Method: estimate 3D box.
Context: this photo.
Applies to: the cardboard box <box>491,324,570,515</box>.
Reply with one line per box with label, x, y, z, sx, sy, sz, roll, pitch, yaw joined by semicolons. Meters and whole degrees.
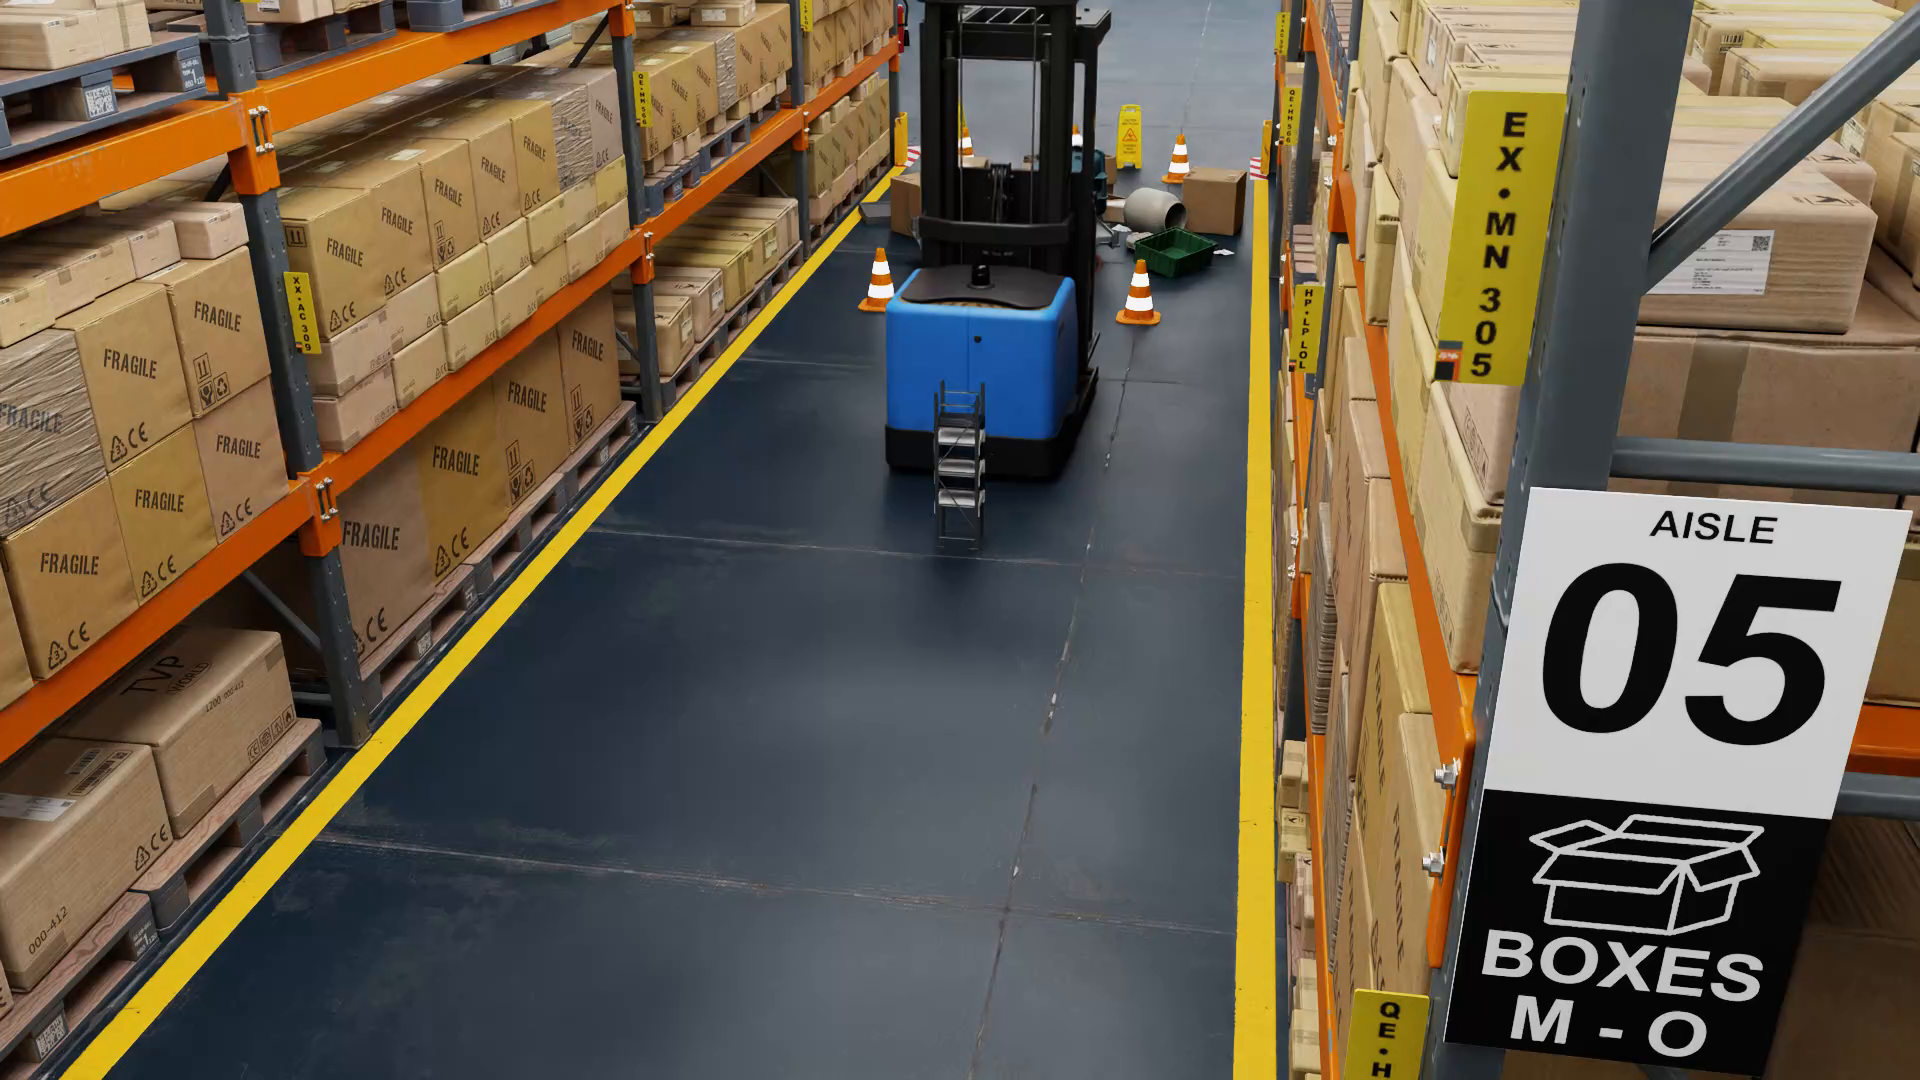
cardboard box;-2.803;-0.738;9.300;0.875;0.875;0.875;4;25;9

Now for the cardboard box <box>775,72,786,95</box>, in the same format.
cardboard box;-1.616;-3.682;13.378;0.380;0.149;0.250;4;25;9

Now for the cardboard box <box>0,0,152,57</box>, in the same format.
cardboard box;-2.901;-1.737;5.430;0.396;0.266;0.258;5;26;10

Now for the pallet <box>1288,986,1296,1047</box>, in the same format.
pallet;1.516;1.865;5.016;1.003;0.211;1.213;4;25;9

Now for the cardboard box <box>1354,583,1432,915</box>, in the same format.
cardboard box;1.046;0.427;3.152;0.500;0.500;0.500;3;25;7

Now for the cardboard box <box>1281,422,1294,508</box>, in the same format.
cardboard box;1.830;-0.356;8.040;0.500;0.250;0.500;3;25;6

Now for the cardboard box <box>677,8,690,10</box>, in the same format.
cardboard box;-2.164;-4.033;13.364;0.500;0.500;0.500;5;25;10

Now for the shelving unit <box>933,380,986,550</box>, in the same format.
shelving unit;-0.001;-0.404;9.052;0.258;0.900;0.210;4;25;9

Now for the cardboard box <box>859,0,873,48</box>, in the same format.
cardboard box;-1.139;-5.028;15.985;0.500;0.500;0.500;4;25;8

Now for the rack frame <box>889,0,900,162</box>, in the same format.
rack frame;-1.151;-5.512;17.488;1.000;3.000;0.127;4;25;9

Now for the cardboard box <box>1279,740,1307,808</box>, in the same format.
cardboard box;1.413;0.903;6.299;0.380;0.149;0.250;5;26;11

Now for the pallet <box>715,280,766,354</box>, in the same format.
pallet;-2.127;-1.739;12.716;1.003;0.211;1.213;4;25;9

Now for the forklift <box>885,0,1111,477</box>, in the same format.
forklift;0.344;-2.299;10.705;1.130;2.935;3.031;5;26;10

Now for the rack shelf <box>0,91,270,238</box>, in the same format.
rack shelf;-3.439;-0.690;4.496;1.077;0.370;4.000;4;25;9

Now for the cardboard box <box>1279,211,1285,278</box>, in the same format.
cardboard box;3.083;-2.444;13.092;1.050;0.750;0.750;4;25;8

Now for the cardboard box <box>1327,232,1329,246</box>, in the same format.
cardboard box;1.962;-1.482;7.977;0.380;0.149;0.250;5;26;10

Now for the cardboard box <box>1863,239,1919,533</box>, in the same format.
cardboard box;1.464;-0.207;2.202;0.500;0.250;0.500;4;25;9

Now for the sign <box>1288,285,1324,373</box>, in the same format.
sign;1.240;-0.754;5.957;0.100;0.325;0.005;4;25;9

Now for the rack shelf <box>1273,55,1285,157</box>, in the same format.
rack shelf;3.422;-4.049;15.211;1.077;0.370;4.000;4;25;9

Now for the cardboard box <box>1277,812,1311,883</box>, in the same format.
cardboard box;1.368;1.149;6.124;0.380;0.149;0.250;5;26;10

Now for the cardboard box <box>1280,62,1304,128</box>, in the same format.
cardboard box;2.744;-3.383;12.821;0.500;0.500;0.500;4;25;9

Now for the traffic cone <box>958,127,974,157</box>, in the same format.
traffic cone;0.051;-4.094;17.451;0.336;0.463;0.334;4;25;9

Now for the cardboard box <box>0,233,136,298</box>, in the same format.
cardboard box;-3.049;-0.928;5.632;0.380;0.149;0.250;4;25;9

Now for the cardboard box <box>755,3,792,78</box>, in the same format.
cardboard box;-1.654;-4.001;13.294;0.500;0.500;0.500;4;25;8

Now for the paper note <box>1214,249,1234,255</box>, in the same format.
paper note;2.312;-2.538;14.636;0.147;0.020;0.142;-14;29;-27

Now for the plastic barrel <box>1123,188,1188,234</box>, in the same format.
plastic barrel;1.767;-2.953;15.059;0.421;0.421;0.512;-20;32;-36

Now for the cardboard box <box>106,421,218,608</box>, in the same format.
cardboard box;-3.014;-0.112;5.832;0.500;0.500;0.500;3;25;7

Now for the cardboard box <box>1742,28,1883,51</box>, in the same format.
cardboard box;1.703;-0.871;3.152;0.380;0.149;0.250;5;26;10

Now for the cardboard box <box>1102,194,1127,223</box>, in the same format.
cardboard box;1.559;-3.147;15.660;0.396;0.266;0.258;8;26;18

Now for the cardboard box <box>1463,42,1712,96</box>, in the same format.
cardboard box;1.114;-0.800;3.000;0.380;0.149;0.250;3;25;7

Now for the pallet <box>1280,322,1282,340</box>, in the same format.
pallet;2.847;-1.436;12.069;1.003;0.211;1.213;4;25;9

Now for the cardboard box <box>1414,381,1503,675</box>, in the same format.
cardboard box;0.948;-0.019;2.391;0.500;0.250;0.500;3;25;7

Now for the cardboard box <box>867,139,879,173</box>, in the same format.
cardboard box;-1.110;-3.884;16.758;0.500;0.250;0.500;4;25;9

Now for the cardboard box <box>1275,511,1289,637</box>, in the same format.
cardboard box;1.745;0.208;7.722;0.500;0.500;0.500;3;25;7

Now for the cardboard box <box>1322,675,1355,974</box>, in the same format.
cardboard box;1.116;0.667;3.819;0.500;0.500;0.500;4;25;9

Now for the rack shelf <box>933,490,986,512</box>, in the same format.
rack shelf;-0.001;-0.211;9.142;0.258;0.077;0.200;4;25;9

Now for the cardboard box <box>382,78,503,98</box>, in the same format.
cardboard box;-2.852;-2.267;9.258;0.500;0.500;0.500;4;25;9

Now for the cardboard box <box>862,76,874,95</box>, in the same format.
cardboard box;-1.063;-4.474;16.369;0.380;0.149;0.250;4;25;9

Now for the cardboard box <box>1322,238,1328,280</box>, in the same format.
cardboard box;1.956;-1.350;8.046;0.380;0.149;0.250;4;25;8

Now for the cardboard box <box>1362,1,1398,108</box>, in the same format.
cardboard box;1.386;-1.317;4.574;0.500;0.250;0.500;4;25;8

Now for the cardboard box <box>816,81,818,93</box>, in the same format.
cardboard box;-1.447;-3.944;14.435;0.380;0.149;0.250;5;26;10

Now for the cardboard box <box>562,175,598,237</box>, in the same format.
cardboard box;-2.367;-1.890;9.337;0.500;0.250;0.500;3;25;7

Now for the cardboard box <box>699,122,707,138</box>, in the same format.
cardboard box;-2.017;-2.934;11.780;0.380;0.149;0.250;5;26;11

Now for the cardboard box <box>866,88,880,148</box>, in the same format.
cardboard box;-1.107;-4.225;16.602;0.500;0.500;0.500;5;26;10

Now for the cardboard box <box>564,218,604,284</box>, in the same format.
cardboard box;-2.353;-1.654;9.423;0.500;0.250;0.500;4;25;9

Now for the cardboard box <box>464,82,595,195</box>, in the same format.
cardboard box;-2.361;-2.215;9.147;0.500;0.500;0.500;4;25;9

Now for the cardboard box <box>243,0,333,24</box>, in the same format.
cardboard box;-2.685;-2.166;6.465;0.396;0.266;0.258;4;25;8

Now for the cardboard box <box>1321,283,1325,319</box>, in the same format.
cardboard box;1.911;-1.106;7.875;0.380;0.149;0.250;3;25;7

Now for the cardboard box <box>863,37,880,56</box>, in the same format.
cardboard box;-1.008;-4.898;16.473;0.380;0.149;0.250;4;25;9

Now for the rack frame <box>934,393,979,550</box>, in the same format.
rack frame;-0.018;-0.362;8.961;0.240;0.900;0.006;4;25;9

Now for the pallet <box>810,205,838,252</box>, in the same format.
pallet;-1.730;-2.860;15.111;1.003;0.211;1.213;4;25;9

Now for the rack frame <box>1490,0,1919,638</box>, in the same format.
rack frame;1.134;-1.237;1.278;1.000;3.000;0.127;4;25;9
